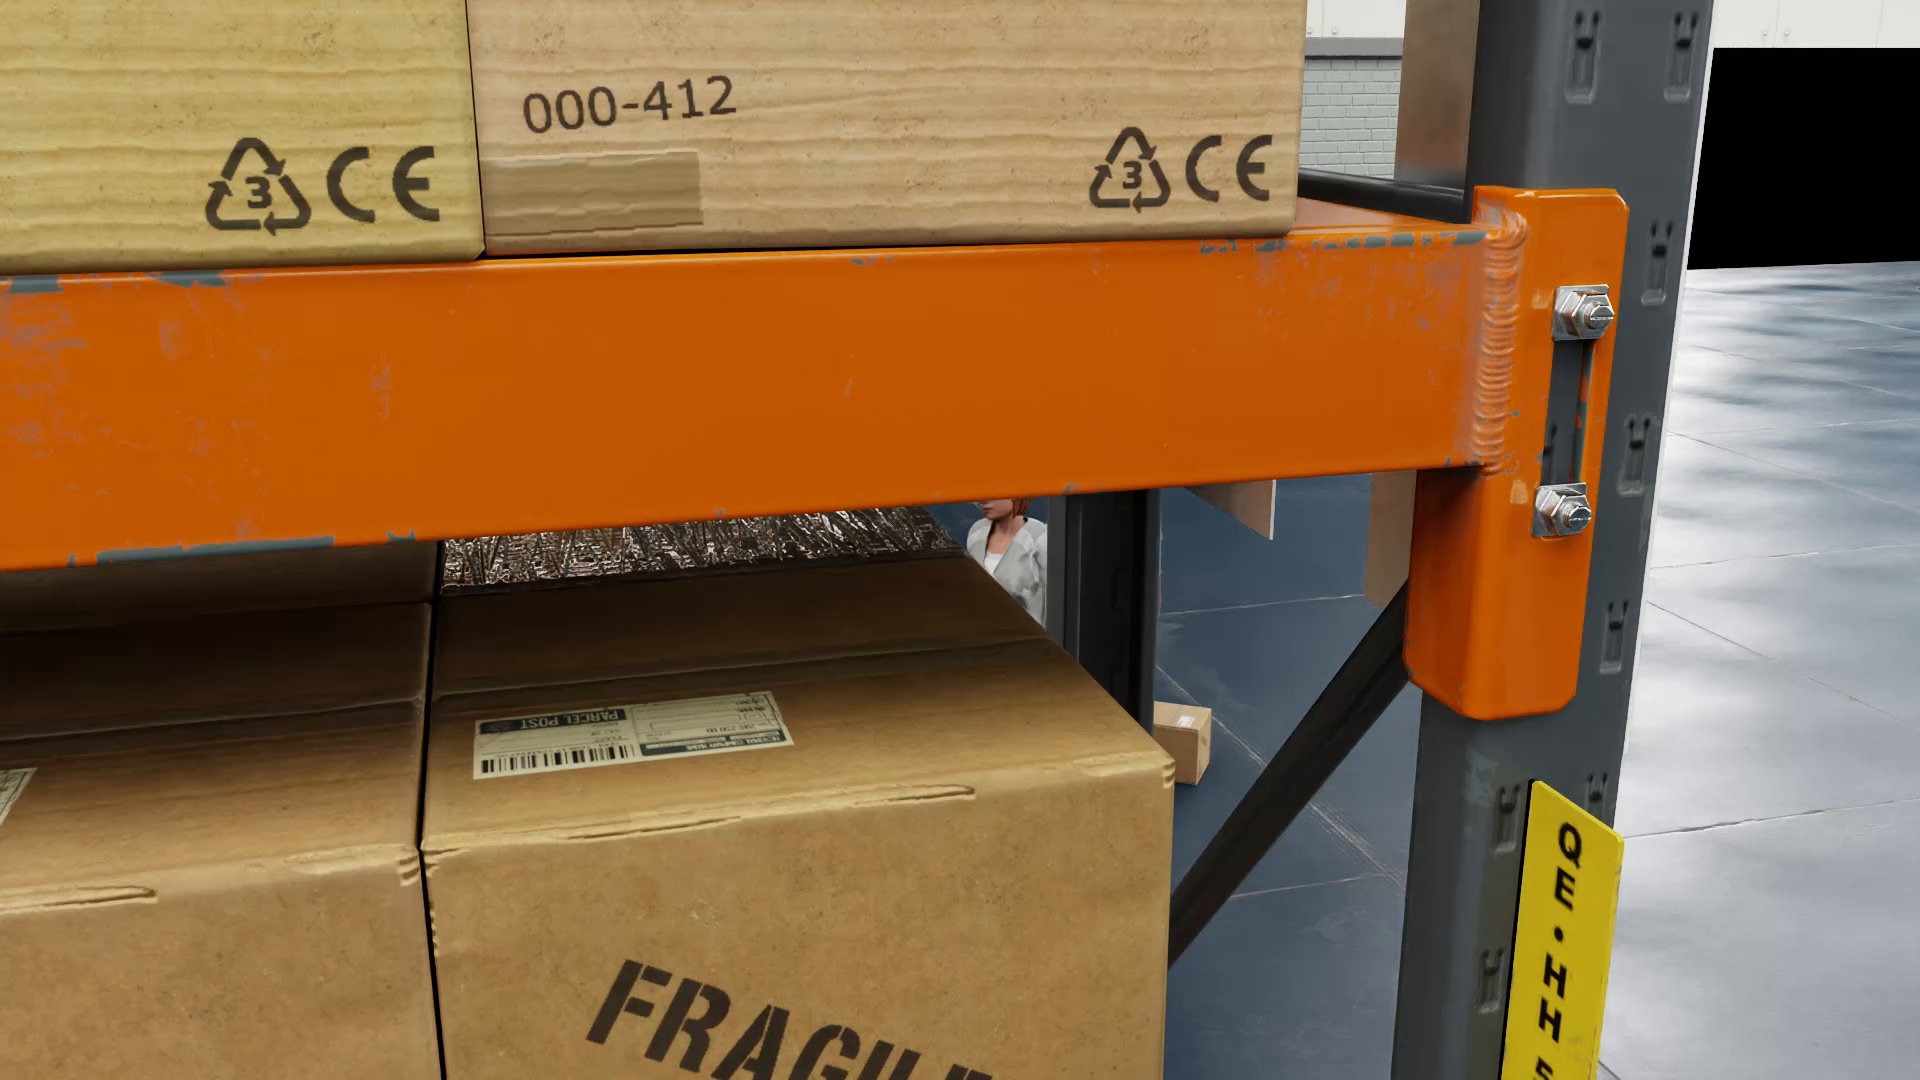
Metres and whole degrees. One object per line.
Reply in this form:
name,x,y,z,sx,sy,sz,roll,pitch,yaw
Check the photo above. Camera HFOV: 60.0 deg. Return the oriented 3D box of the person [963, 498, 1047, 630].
person,0.197,0.464,5.920,0.420,1.568,0.591,10,19,30
